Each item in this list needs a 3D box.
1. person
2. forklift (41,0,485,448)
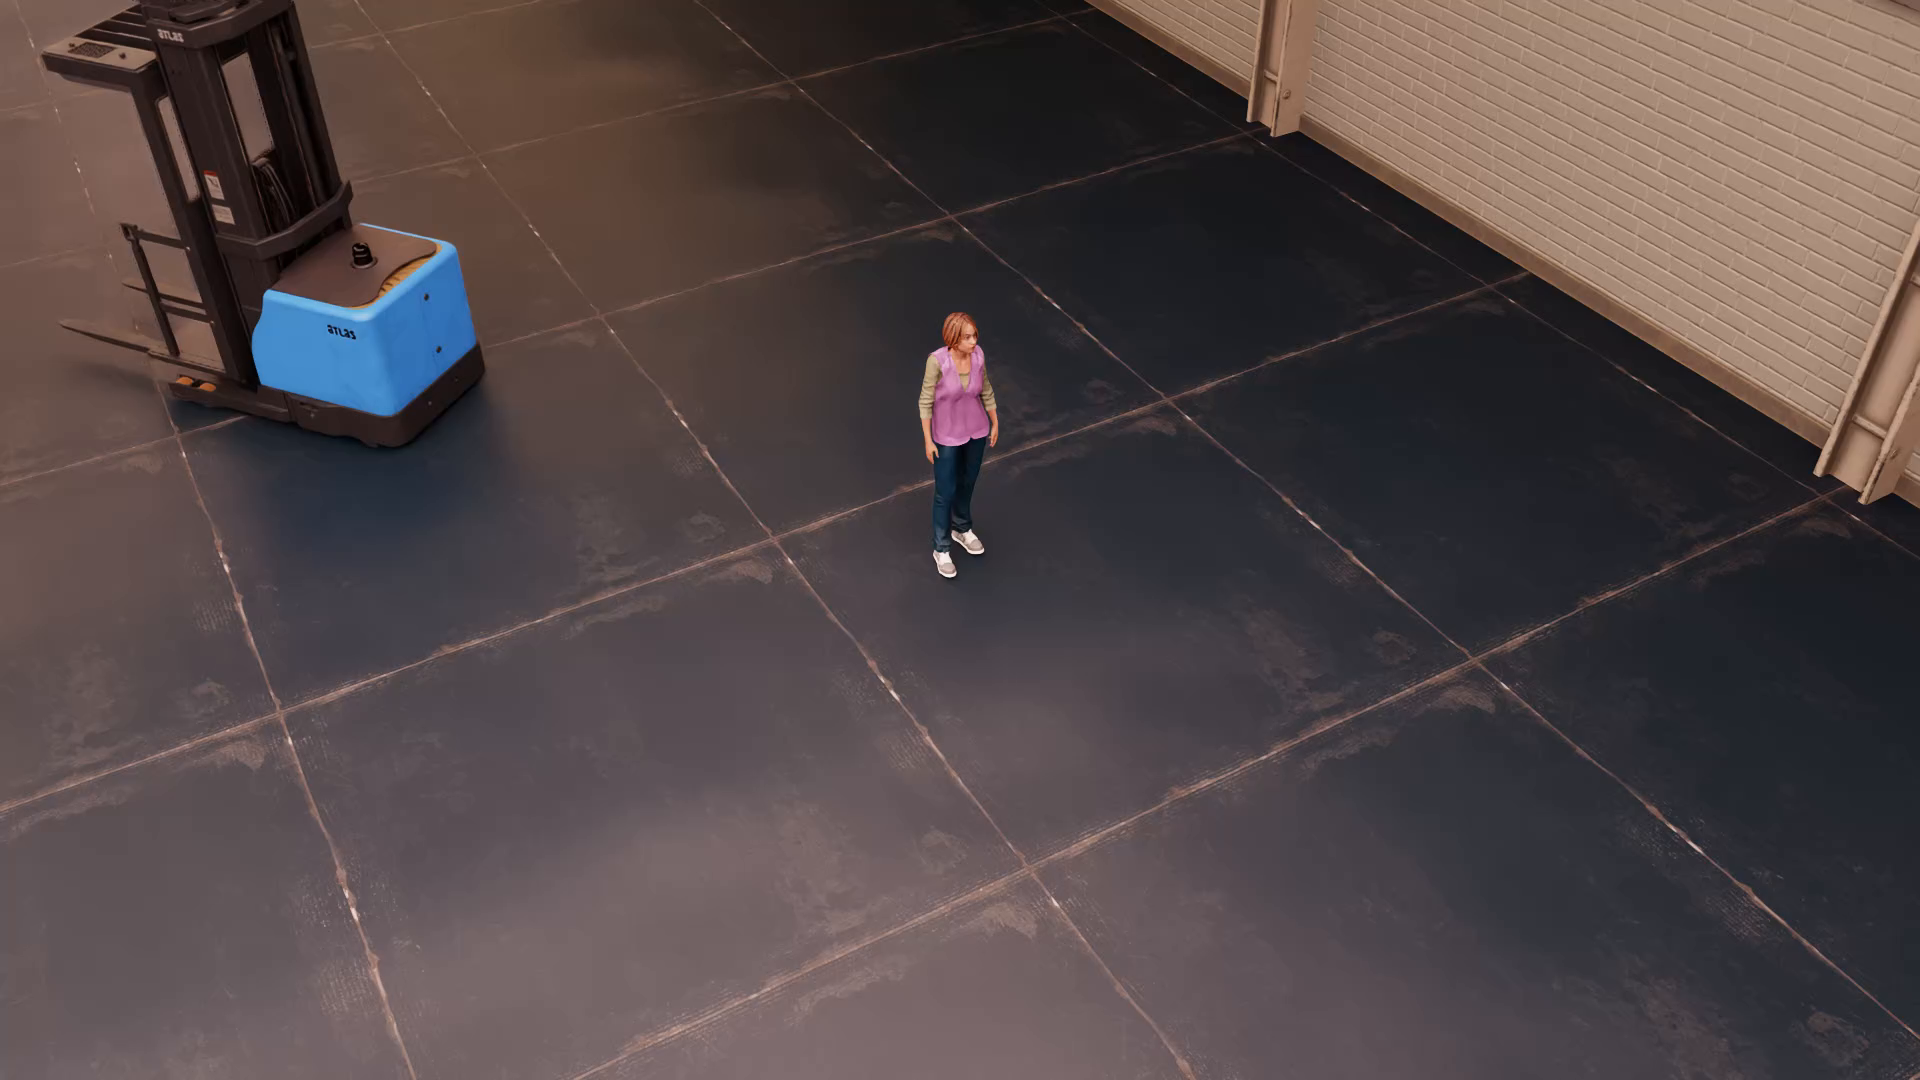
[{"bbox_3d":[0.025,-0.575,9.763,0.520,1.597,0.476,-20,44,-23],"label":"person"},{"bbox_3d":[-4.893,-2.338,10.854,3.031,2.935,1.130,14,42,17],"label":"forklift"}]
